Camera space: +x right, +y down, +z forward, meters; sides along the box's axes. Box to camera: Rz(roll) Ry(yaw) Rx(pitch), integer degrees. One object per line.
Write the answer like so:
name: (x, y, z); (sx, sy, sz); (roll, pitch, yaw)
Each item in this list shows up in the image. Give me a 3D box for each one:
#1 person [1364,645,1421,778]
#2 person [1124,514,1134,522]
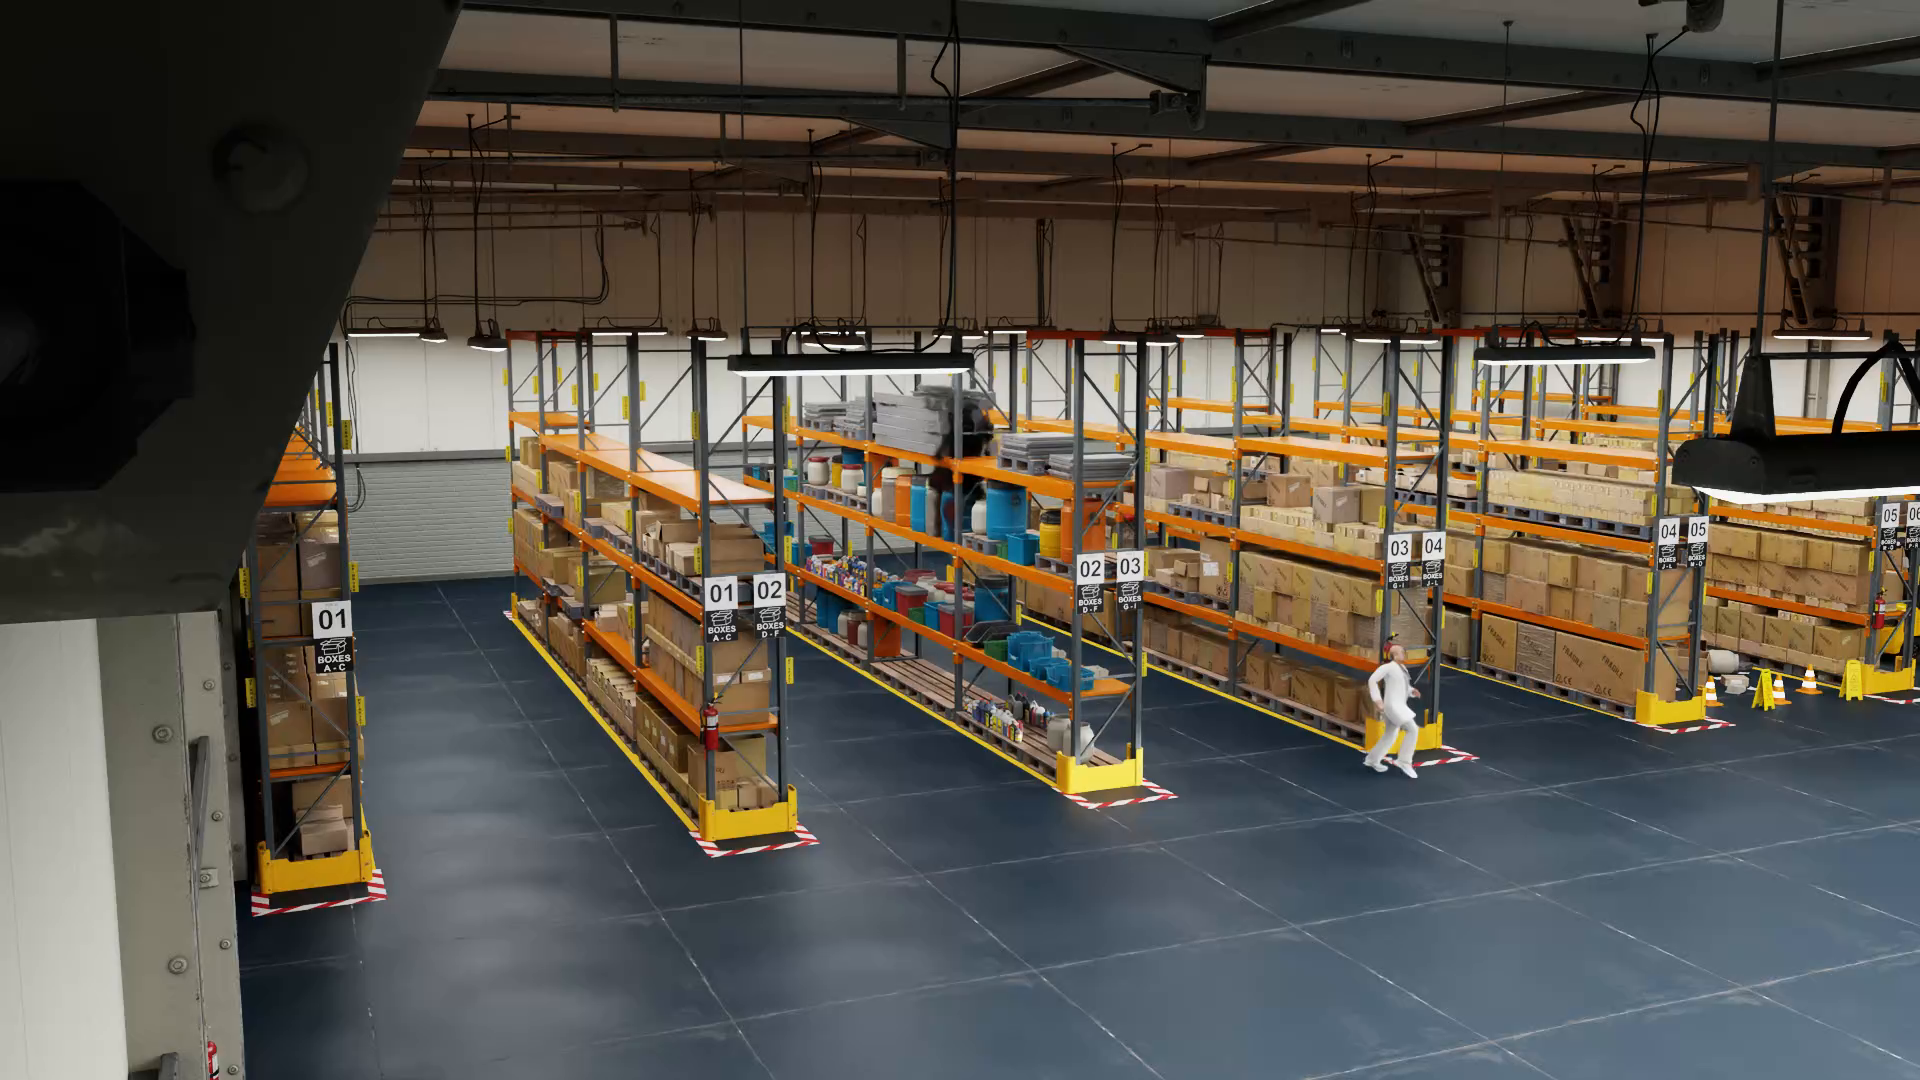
person: (6.029, 2.447, 23.014); (0.763, 1.540, 0.689); (4, 9, 29)
person: (4.022, -0.164, 41.749); (0.927, 1.668, 0.821); (0, 8, -2)
